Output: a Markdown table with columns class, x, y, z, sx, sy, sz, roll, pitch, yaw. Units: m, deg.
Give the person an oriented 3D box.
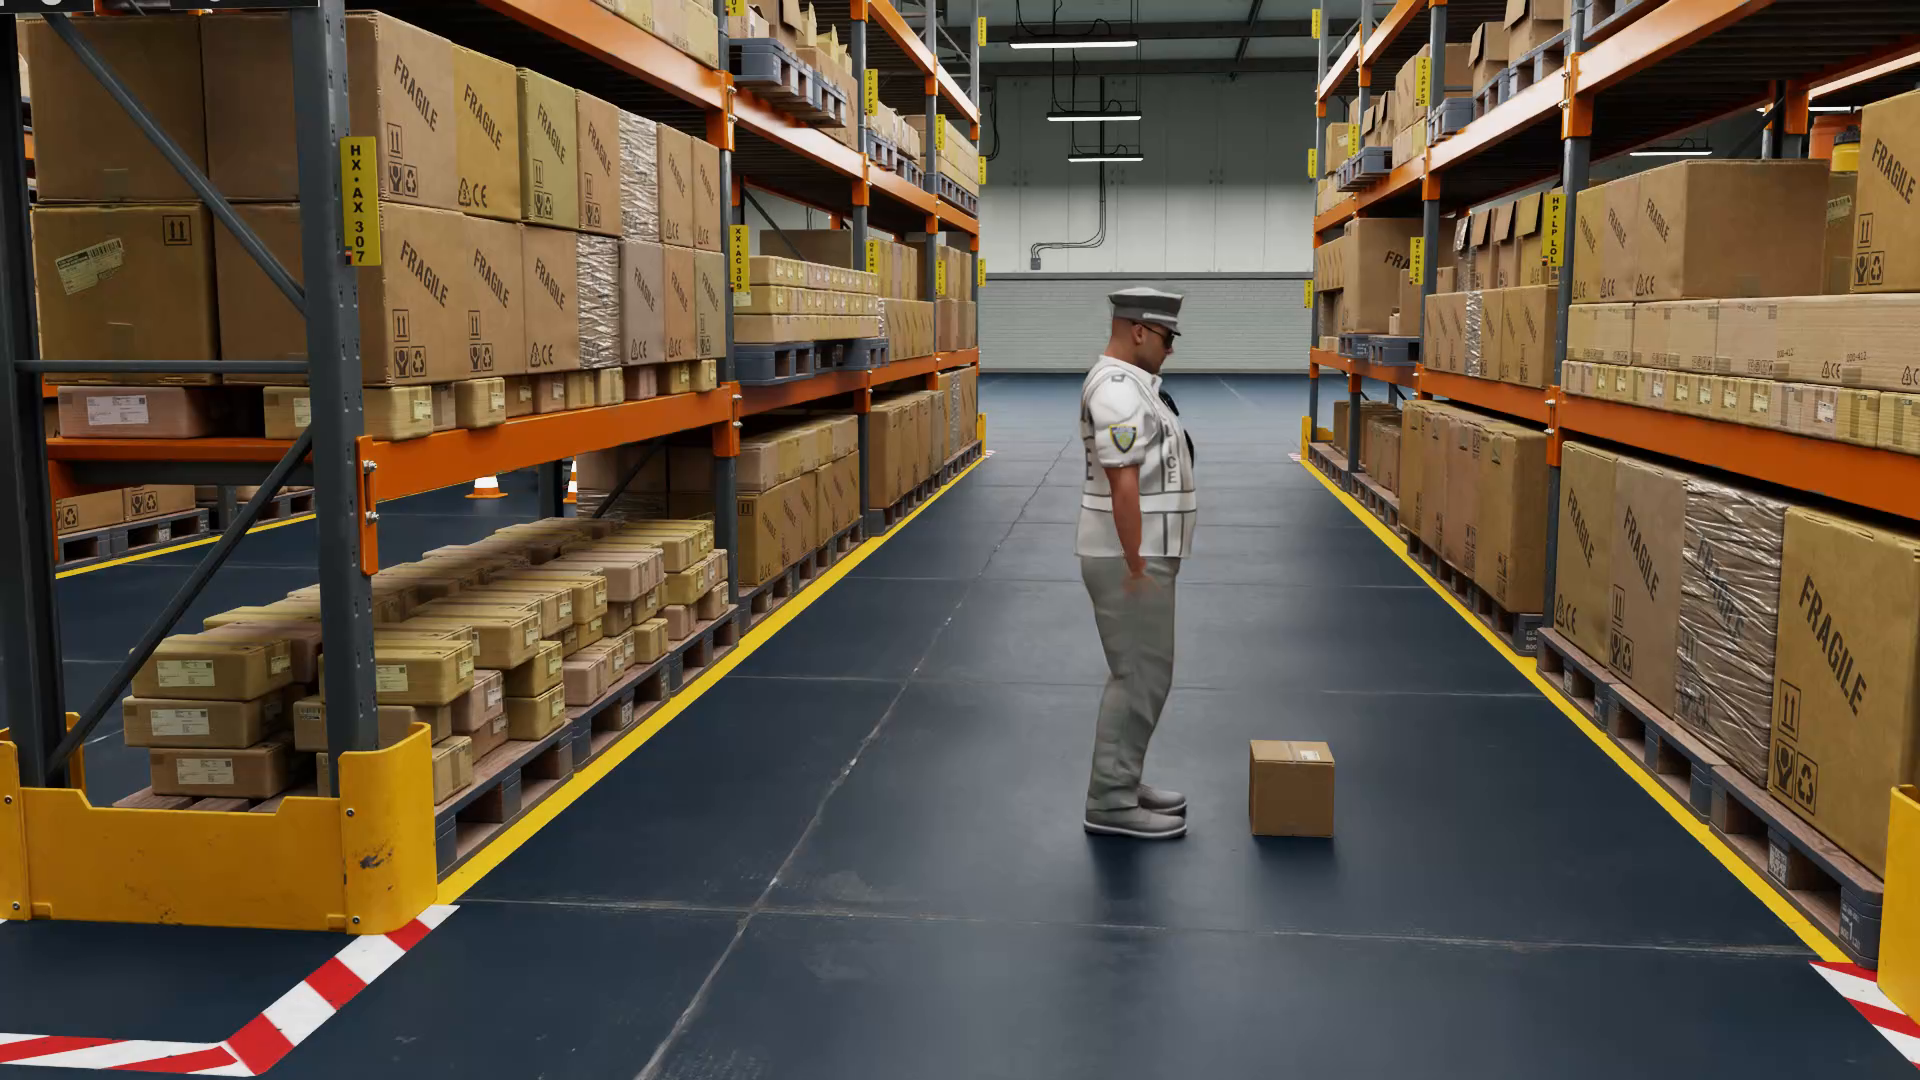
| class | x | y | z | sx | sy | sz | roll | pitch | yaw |
| --- | --- | --- | --- | --- | --- | --- | --- | --- | --- |
| person | 0.555 | 0.065 | 5.377 | 0.388 | 1.734 | 0.535 | 1 | 8 | 7 |
